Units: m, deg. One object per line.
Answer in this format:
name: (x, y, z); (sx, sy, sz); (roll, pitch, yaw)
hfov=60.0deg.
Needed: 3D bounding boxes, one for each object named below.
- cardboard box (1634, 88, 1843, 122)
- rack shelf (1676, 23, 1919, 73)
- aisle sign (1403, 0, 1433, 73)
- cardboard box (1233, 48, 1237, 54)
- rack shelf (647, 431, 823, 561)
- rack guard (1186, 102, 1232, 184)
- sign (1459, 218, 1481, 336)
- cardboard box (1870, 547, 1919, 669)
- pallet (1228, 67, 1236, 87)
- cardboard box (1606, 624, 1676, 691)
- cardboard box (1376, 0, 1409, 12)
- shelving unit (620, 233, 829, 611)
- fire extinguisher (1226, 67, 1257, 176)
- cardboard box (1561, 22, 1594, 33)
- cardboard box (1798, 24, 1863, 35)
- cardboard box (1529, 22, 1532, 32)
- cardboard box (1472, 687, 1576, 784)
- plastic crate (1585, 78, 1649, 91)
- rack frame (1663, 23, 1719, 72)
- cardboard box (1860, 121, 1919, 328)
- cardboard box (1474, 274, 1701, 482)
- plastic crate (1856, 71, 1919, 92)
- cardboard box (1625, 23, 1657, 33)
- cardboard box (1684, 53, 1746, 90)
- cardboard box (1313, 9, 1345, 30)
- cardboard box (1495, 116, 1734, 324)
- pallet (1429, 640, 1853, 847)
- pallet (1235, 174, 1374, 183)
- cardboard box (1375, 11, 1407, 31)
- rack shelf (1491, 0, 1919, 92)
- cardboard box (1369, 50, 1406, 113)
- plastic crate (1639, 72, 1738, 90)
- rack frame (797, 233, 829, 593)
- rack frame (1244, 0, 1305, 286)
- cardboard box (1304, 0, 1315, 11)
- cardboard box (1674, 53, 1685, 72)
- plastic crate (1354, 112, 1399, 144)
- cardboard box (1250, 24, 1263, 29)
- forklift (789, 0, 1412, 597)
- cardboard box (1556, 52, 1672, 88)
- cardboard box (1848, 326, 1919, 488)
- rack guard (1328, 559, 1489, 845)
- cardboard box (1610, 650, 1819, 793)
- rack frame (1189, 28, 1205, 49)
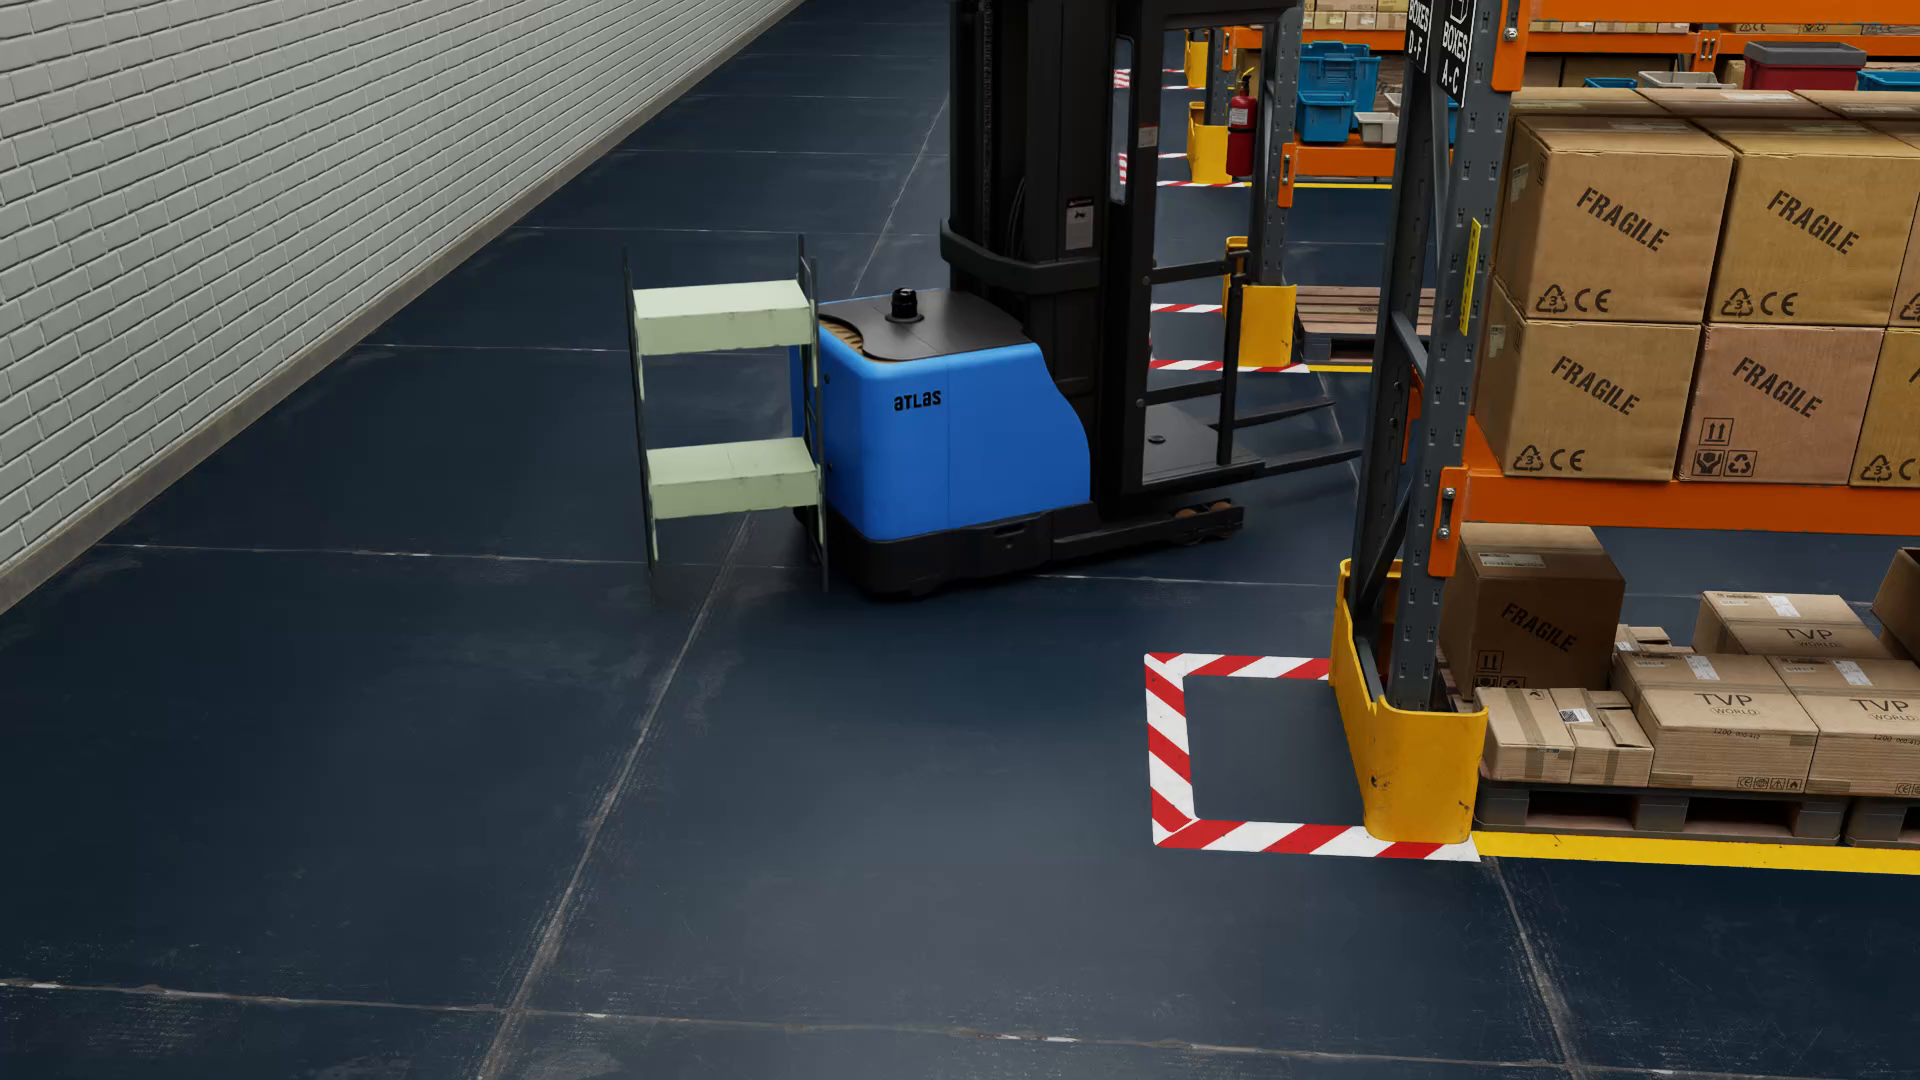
cardboard box: (2.483, -1.177, 5.437); (0.500, 0.500, 0.500); (3, 25, 5)
rack shelf: (8.259, -4.203, 14.189); (4.000, 0.370, 1.077); (2, 25, 4)
aisle sign: (1.470, -1.904, 5.222); (0.004, 0.787, 0.394); (2, 25, 4)
cardboard box: (3.260, -5.692, 19.119); (0.250, 0.149, 0.380); (3, 25, 6)
rack shelf: (-0.986, -0.198, 7.201); (0.720, 0.370, 0.431); (-6, 25, -12)
rack guard: (2.253, -3.587, 14.980); (0.348, 0.500, 1.175); (2, 25, 4)
sign: (1.473, -0.760, 4.811); (0.005, 0.325, 0.100); (2, 25, 4)
cardboard box: (3.630, 0.412, 5.761); (0.637, 0.503, 0.797); (2, 25, 4)
pallet: (3.641, -5.475, 19.431); (1.213, 0.211, 1.003); (2, 25, 4)
cardboard box: (2.473, 0.460, 6.059); (0.250, 0.166, 0.380); (2, 25, 4)
cardboard box: (3.754, -4.629, 14.079); (0.500, 0.250, 0.500); (1, 25, 2)
shelving unit: (-0.986, -0.495, 7.064); (0.755, 1.500, 0.431); (-6, 25, -12)
fire extinguisher: (1.782, -2.647, 10.486); (0.183, 0.674, 0.296); (2, 25, 4)
cardboard box: (5.167, -4.377, 14.008); (0.250, 0.149, 0.380); (2, 25, 5)
cardboard box: (7.206, -4.504, 13.864); (0.500, 0.500, 0.500); (2, 25, 4)
cardboard box: (4.655, -4.393, 14.044); (0.250, 0.149, 0.380); (1, 25, 3)
cardboard box: (1.906, 0.659, 5.647); (0.250, 0.149, 0.380); (2, 25, 4)
plastic crate: (3.965, -2.649, 10.082); (0.300, 0.233, 0.416); (2, 25, 4)
rack frame: (6.265, -4.593, 14.178); (0.127, 3.000, 1.000); (2, 25, 4)
cardboard box: (2.957, -0.937, 4.915); (0.500, 0.500, 0.500); (2, 25, 5)
cardboard box: (1.937, -0.514, 5.193); (0.500, 0.500, 0.500); (2, 25, 5)
plastic crate: (5.394, -2.422, 9.406); (0.575, 0.384, 0.392); (2, 25, 4)
cardboard box: (5.679, -4.361, 13.972); (0.250, 0.149, 0.380); (2, 25, 5)
cardboard box: (6.905, -3.807, 14.508); (0.875, 0.875, 1.225); (2, 25, 4)
cardboard box: (3.117, -4.443, 14.151); (0.250, 0.149, 0.380); (1, 25, 3)
cardboard box: (1.937, -0.968, 4.984); (0.500, 0.500, 0.500); (3, 25, 6)
pallet: (2.386, 0.702, 6.006); (1.213, 0.211, 1.003); (2, 25, 4)
pallet: (3.080, -3.462, 15.054); (1.213, 0.211, 1.003); (2, 25, 4)
cardboard box: (3.630, -4.426, 14.115); (0.250, 0.149, 0.380); (1, 25, 3)
rack shelf: (3.509, -1.565, 4.868); (4.000, 0.370, 1.077); (2, 25, 4)
cardboard box: (3.829, -3.931, 14.777); (0.875, 0.875, 0.875); (2, 25, 4)
plastic crate: (4.378, -2.628, 9.977); (0.530, 0.282, 0.437); (2, 25, 4)
rack frame: (-0.630, -0.530, 7.141); (0.023, 1.500, 0.400); (-6, 25, -12)
rack frame: (1.898, -2.657, 9.970); (0.127, 3.000, 1.000); (2, 25, 4)
cardboard box: (2.735, -4.660, 14.147); (0.500, 0.250, 0.500); (1, 25, 3)
cardboard box: (7.990, -5.562, 18.771); (0.500, 0.500, 0.500); (3, 25, 6)
plastic crate: (2.432, -2.375, 9.600); (0.298, 0.136, 0.250); (2, 25, 4)
cardboard box: (2.606, -4.458, 14.185); (0.250, 0.149, 0.380); (2, 25, 5)
forklift: (0.766, -1.493, 7.522); (3.031, 2.935, 1.130); (-11, 27, -23)
cardboard box: (5.613, -3.873, 14.652); (0.875, 0.875, 0.875); (2, 25, 4)
cardboard box: (2.952, -0.482, 5.124); (0.500, 0.500, 0.500); (2, 25, 4)
rack guard: (1.591, 0.545, 6.001); (0.348, 0.500, 1.175); (2, 25, 4)
cardboard box: (2.534, 0.608, 5.637); (0.500, 0.250, 0.500); (2, 25, 4)
rack frame: (2.757, -6.785, 18.942); (0.127, 3.000, 1.000); (2, 25, 4)
